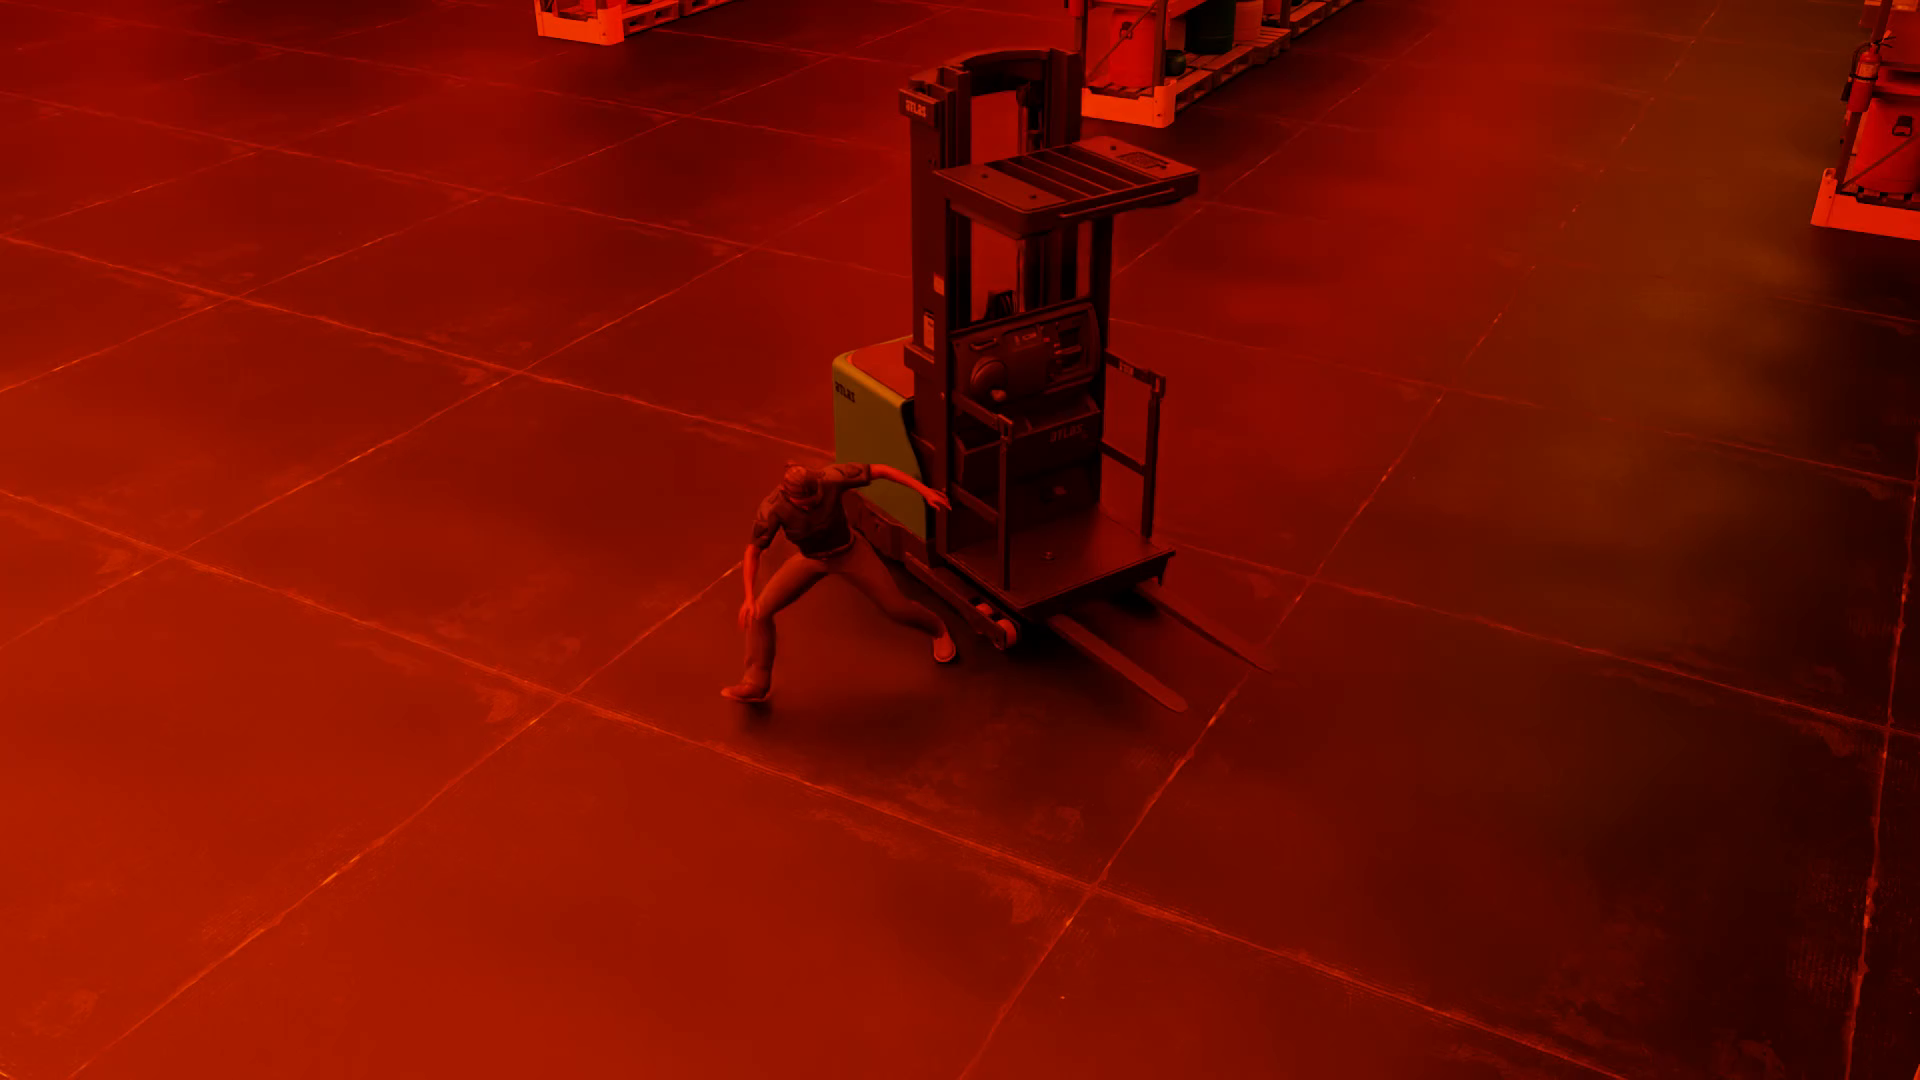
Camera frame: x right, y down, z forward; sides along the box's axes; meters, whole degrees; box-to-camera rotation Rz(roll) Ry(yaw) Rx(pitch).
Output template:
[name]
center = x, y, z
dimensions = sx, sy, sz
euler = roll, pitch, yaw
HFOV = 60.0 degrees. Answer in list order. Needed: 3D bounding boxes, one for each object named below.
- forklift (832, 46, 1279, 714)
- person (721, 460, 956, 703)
[forklift]
center = 0.485, -0.950, 8.717
dimensions = 1.130, 2.935, 3.031
euler = -19, 35, -30
[person]
center = -0.613, 0.159, 8.403
dimensions = 1.189, 1.350, 0.725
euler = 0, 30, 0
